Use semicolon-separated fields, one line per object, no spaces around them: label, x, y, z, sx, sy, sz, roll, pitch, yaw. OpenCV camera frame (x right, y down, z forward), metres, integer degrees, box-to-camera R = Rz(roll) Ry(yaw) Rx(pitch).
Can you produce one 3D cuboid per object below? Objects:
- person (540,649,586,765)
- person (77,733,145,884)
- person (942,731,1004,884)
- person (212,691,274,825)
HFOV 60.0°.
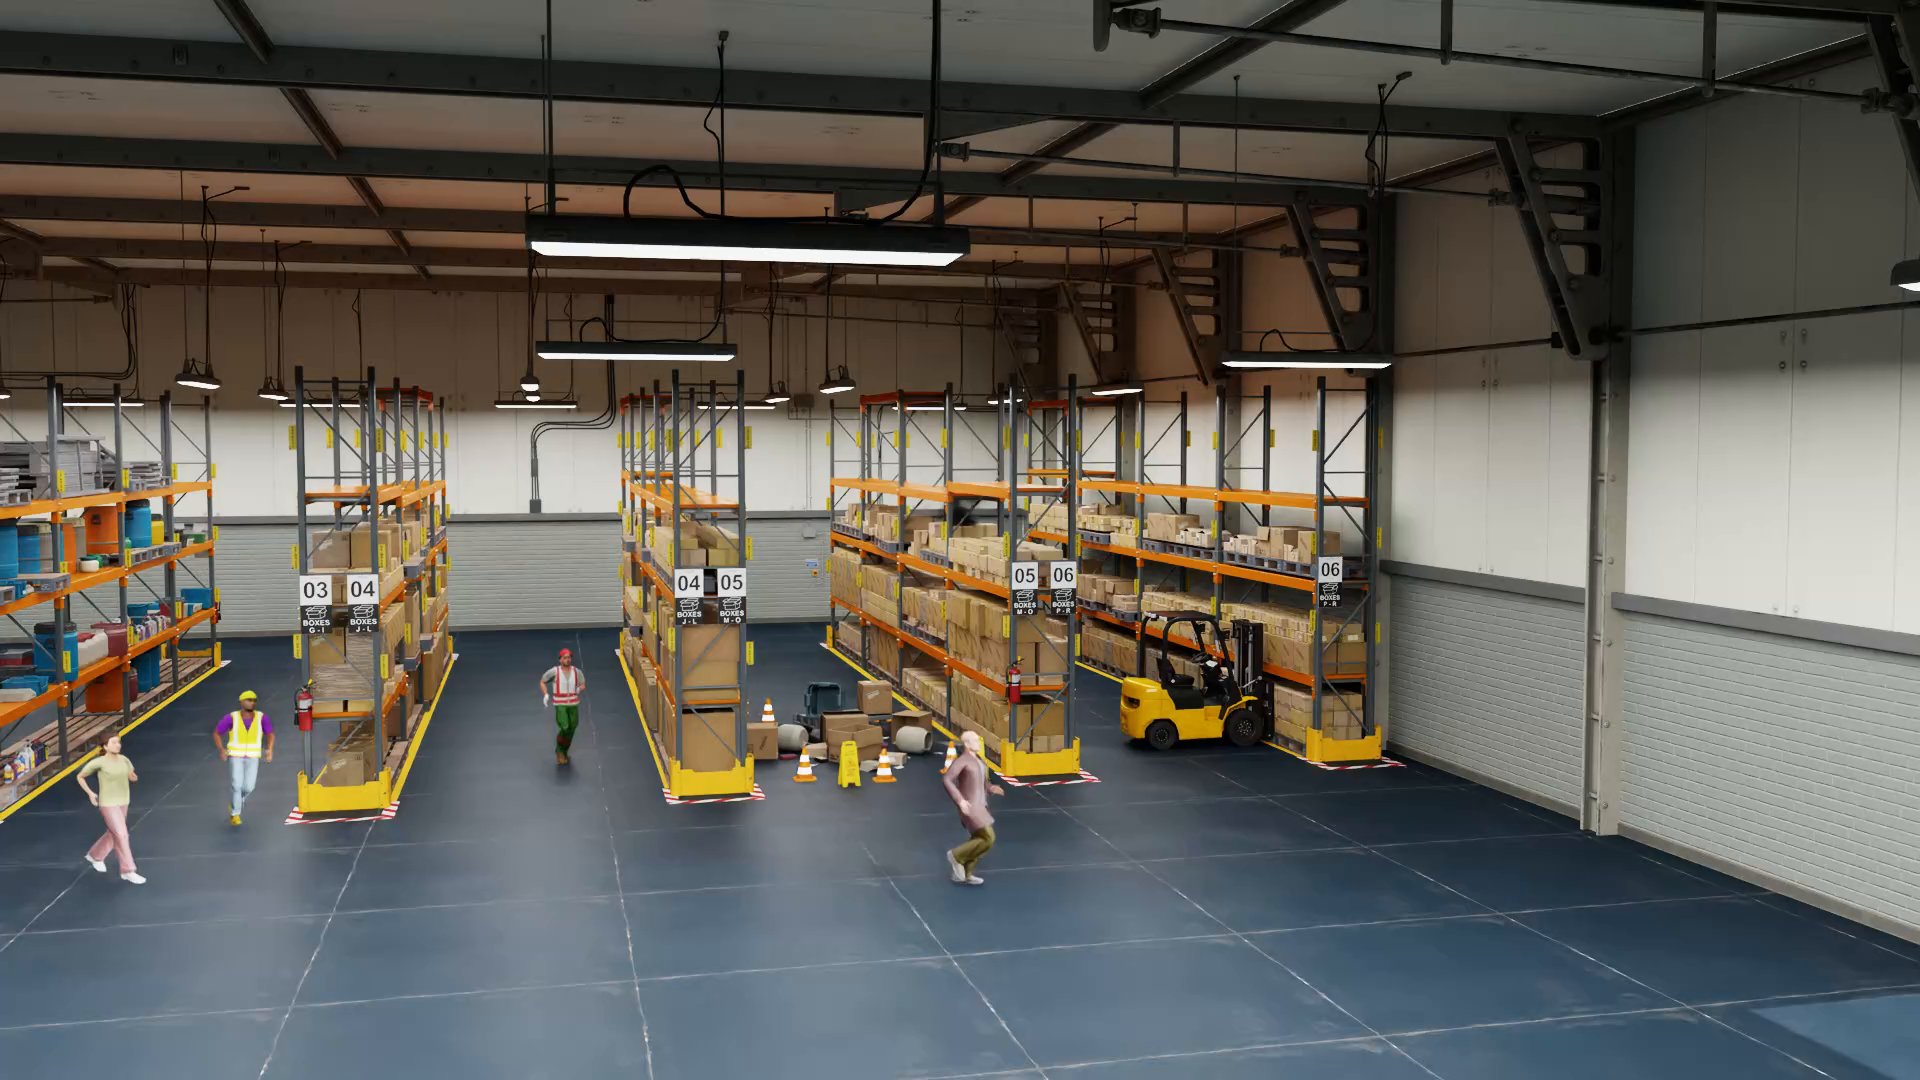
person;-6.085;2.574;25.689;0.641;1.785;0.702;-2;4;-34
person;-9.601;3.013;18.863;0.957;1.666;0.569;1;4;20
person;0.186;3.118;18.688;0.619;1.531;0.699;1;4;20
person;-9.428;2.843;21.906;0.765;1.717;0.548;-2;4;-34
